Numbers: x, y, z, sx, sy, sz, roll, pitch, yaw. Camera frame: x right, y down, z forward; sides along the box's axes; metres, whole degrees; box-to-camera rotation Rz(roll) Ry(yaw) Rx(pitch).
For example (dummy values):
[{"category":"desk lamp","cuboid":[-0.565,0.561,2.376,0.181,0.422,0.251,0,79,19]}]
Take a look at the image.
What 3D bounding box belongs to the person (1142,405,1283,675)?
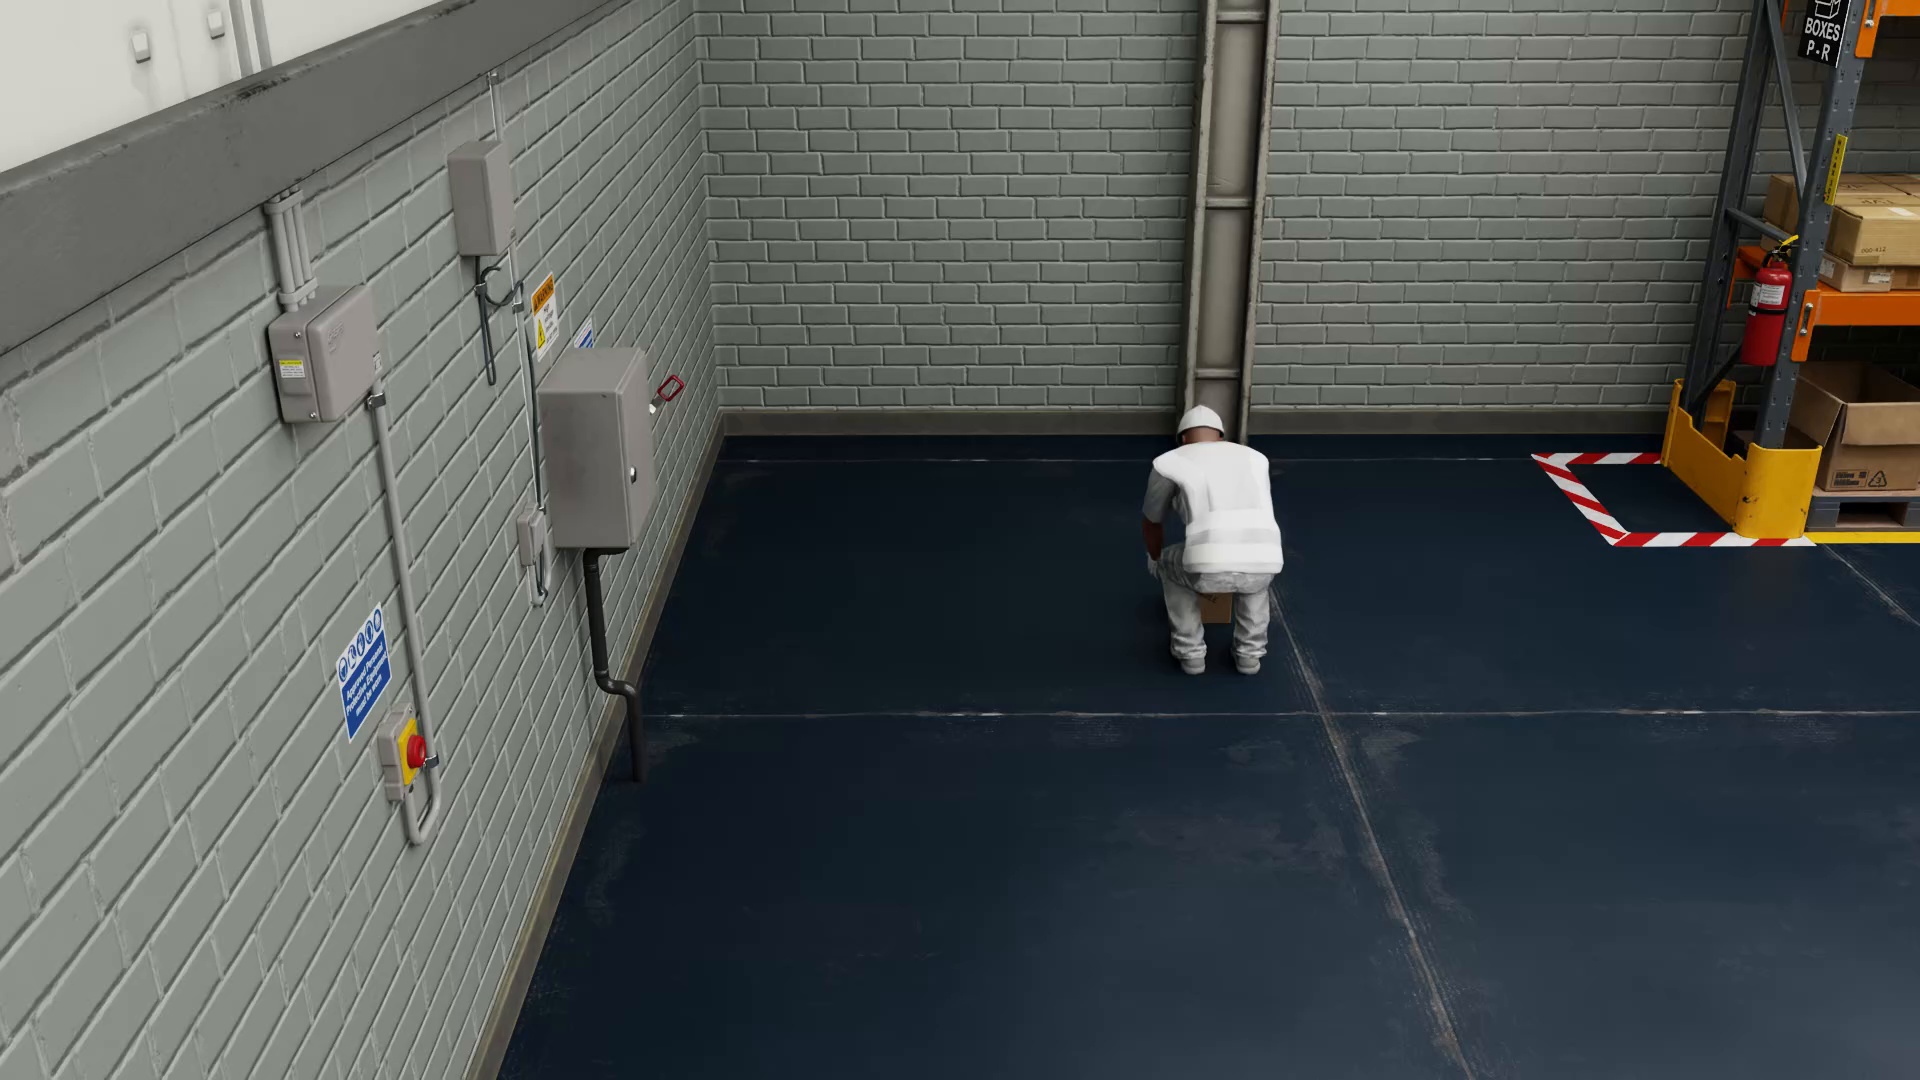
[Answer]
[{"category":"person","cuboid":[1.118,0.020,7.426,0.585,1.062,0.890,0,24,-1]}]
